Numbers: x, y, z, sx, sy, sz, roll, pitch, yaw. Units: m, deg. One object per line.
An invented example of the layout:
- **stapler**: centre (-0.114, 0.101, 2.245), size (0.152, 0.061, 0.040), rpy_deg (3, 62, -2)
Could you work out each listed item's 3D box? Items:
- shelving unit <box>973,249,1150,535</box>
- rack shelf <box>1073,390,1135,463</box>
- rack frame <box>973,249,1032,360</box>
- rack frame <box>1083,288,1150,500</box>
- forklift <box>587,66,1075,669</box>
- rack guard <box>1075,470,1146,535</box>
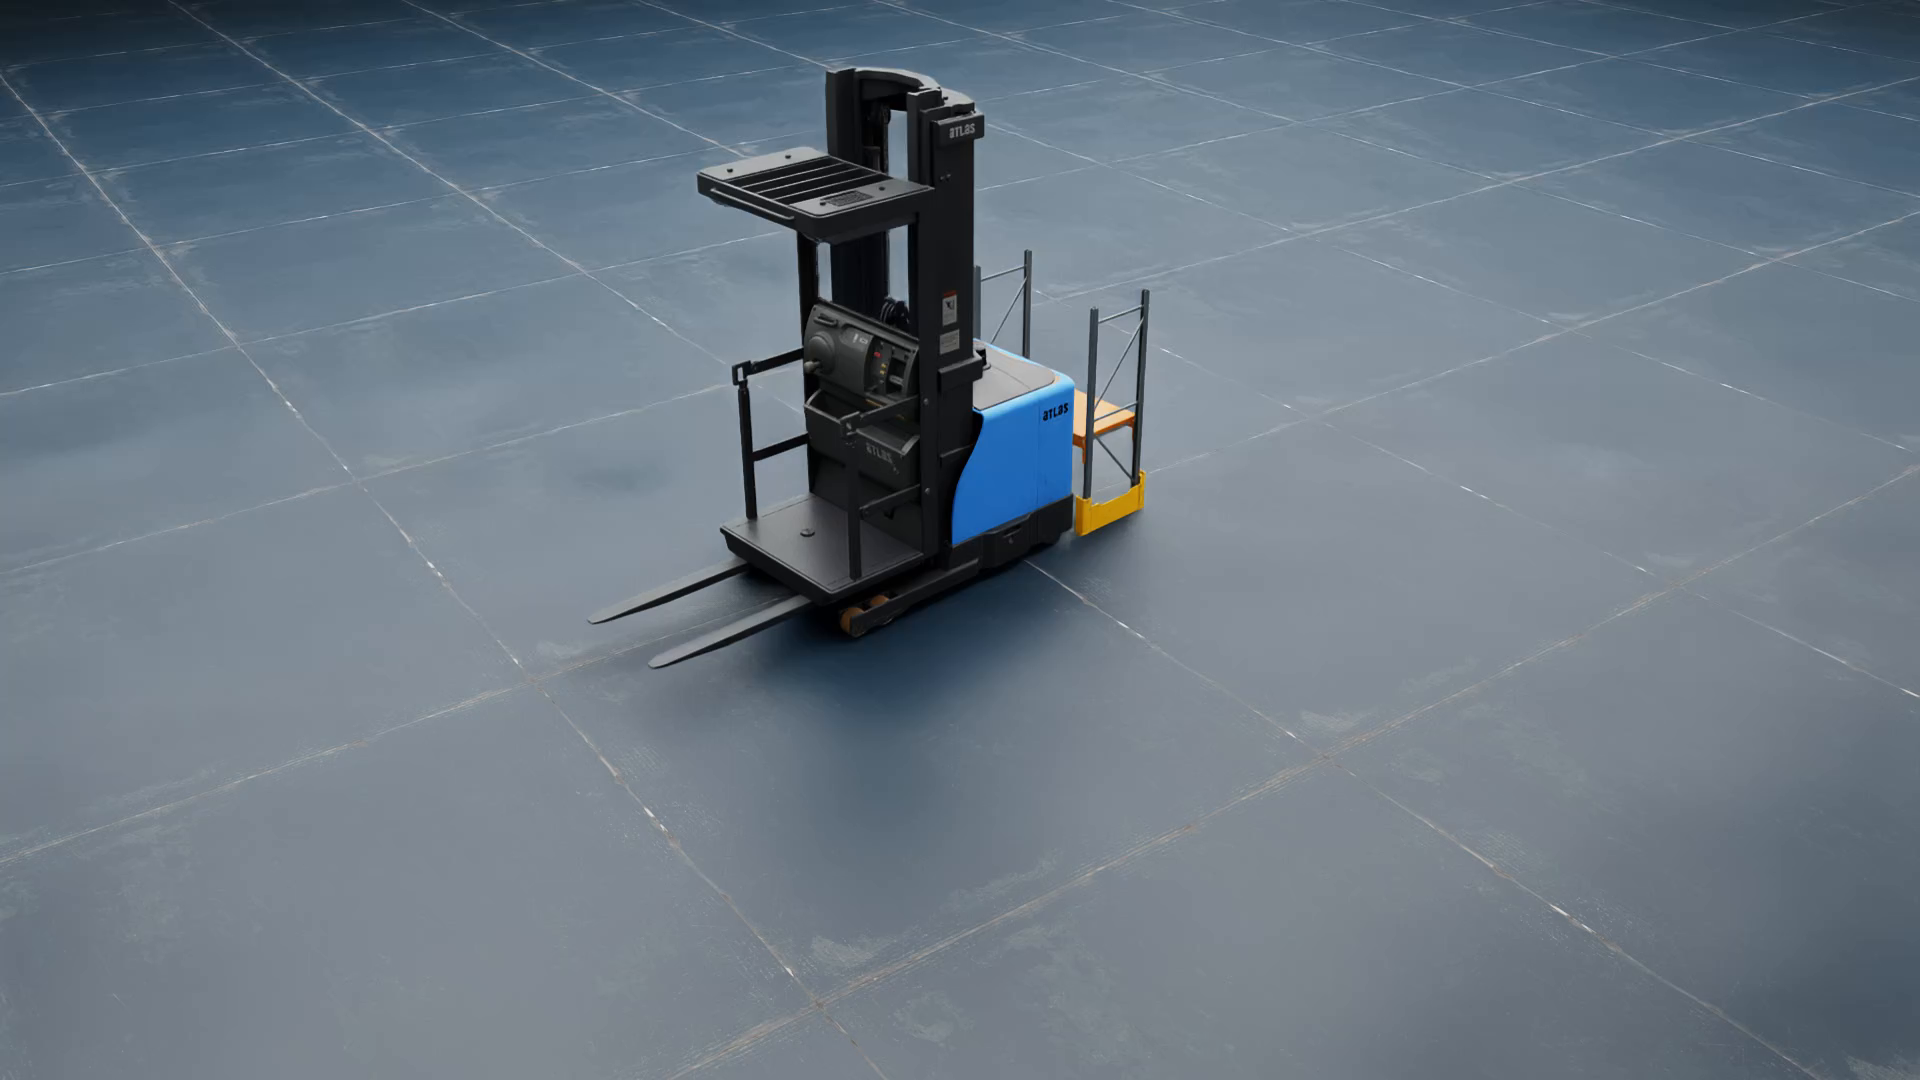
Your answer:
- **shelving unit**: centre (0.627, -0.970, 10.691), size (0.587, 1.500, 1.083), rpy_deg (-24, 37, -37)
- **rack shelf**: centre (0.621, -0.815, 10.782), size (0.538, 0.185, 1.000), rpy_deg (-24, 37, -37)
- **rack frame**: centre (0.275, -1.151, 11.024), size (0.500, 1.500, 0.032), rpy_deg (-24, 37, -37)
- **rack frame**: centre (0.966, -0.795, 10.369), size (0.500, 1.500, 0.032), rpy_deg (-24, 37, -37)
- **forklift**: centre (-0.720, -1.018, 9.281), size (3.031, 2.935, 1.130), rpy_deg (-23, 36, -36)
- **rack guard**: centre (0.965, -0.246, 10.668), size (0.587, 0.250, 0.087), rpy_deg (-24, 37, -37)
